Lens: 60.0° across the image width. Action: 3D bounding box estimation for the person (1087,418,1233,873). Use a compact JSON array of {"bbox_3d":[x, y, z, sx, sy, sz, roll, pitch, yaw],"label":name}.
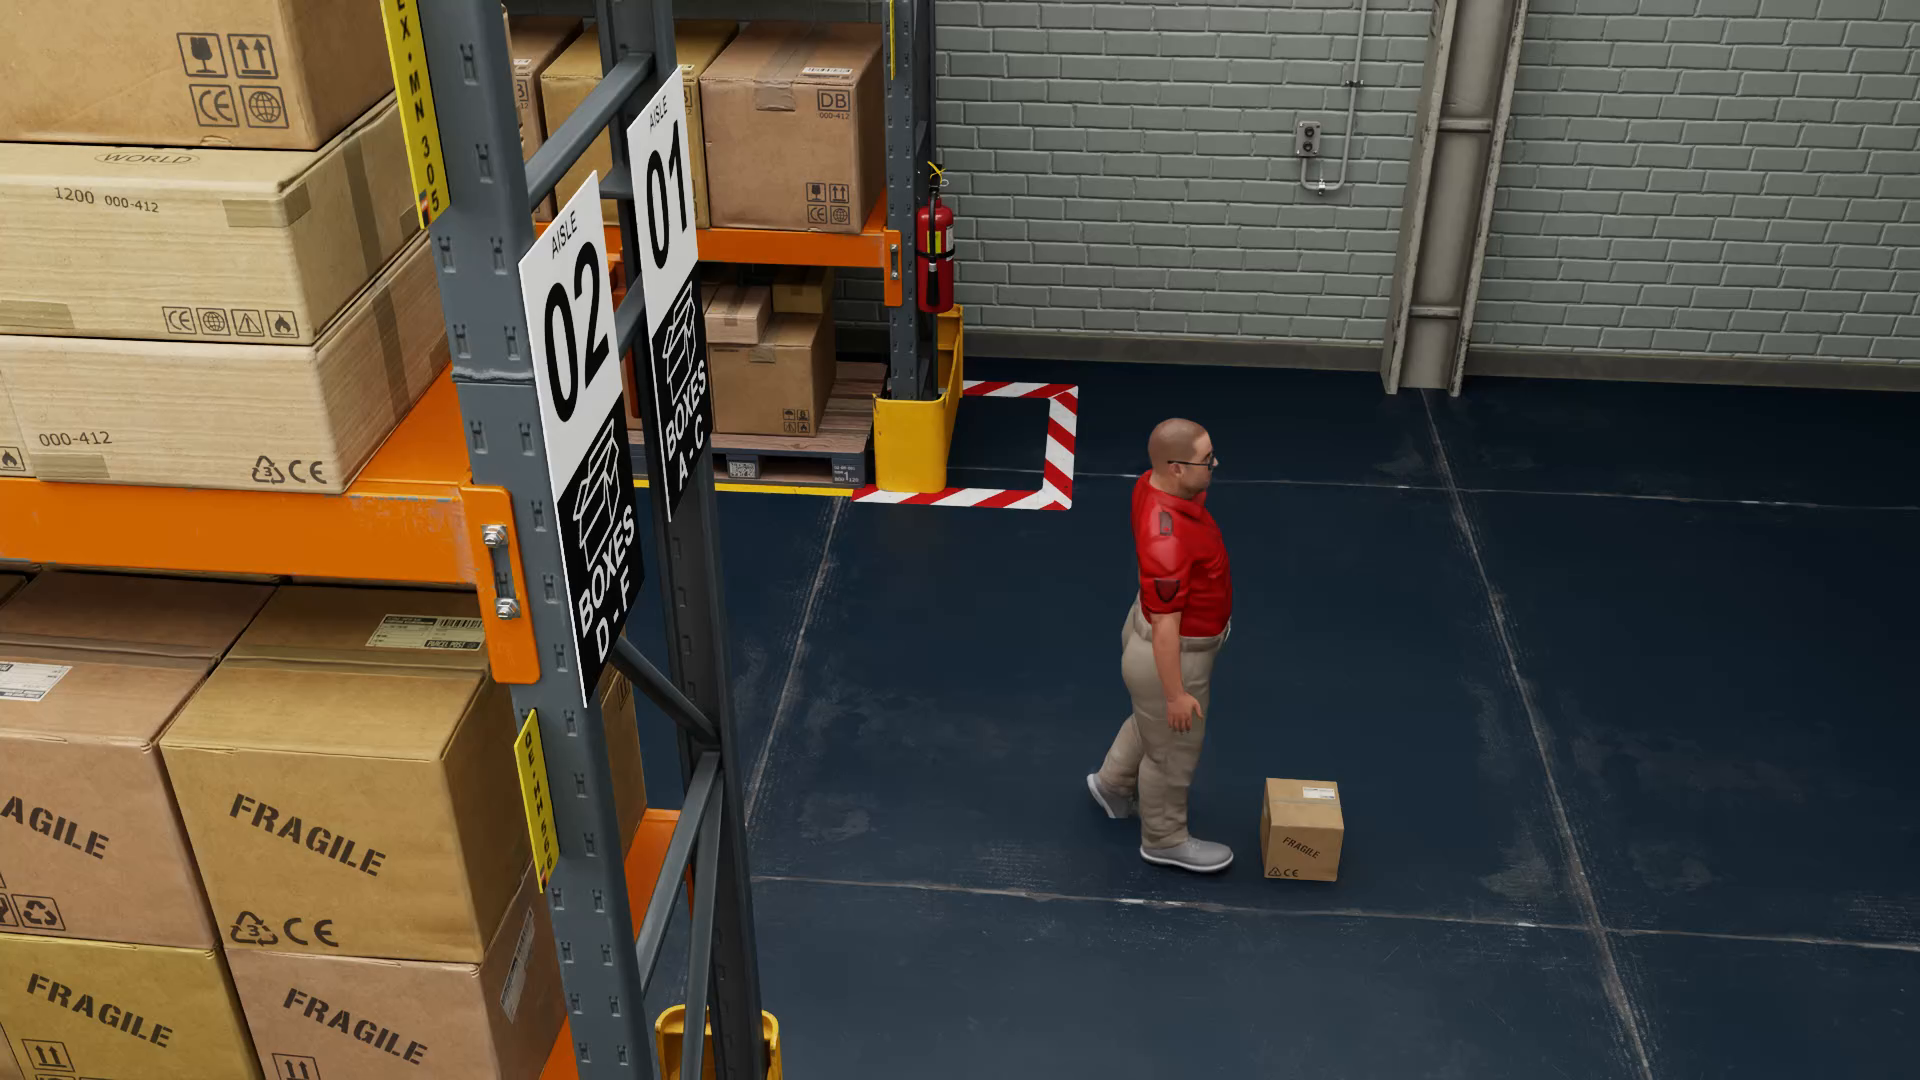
[{"bbox_3d":[0.724,0.404,5.558,0.505,1.792,0.556,3,32,4],"label":"person"}]
